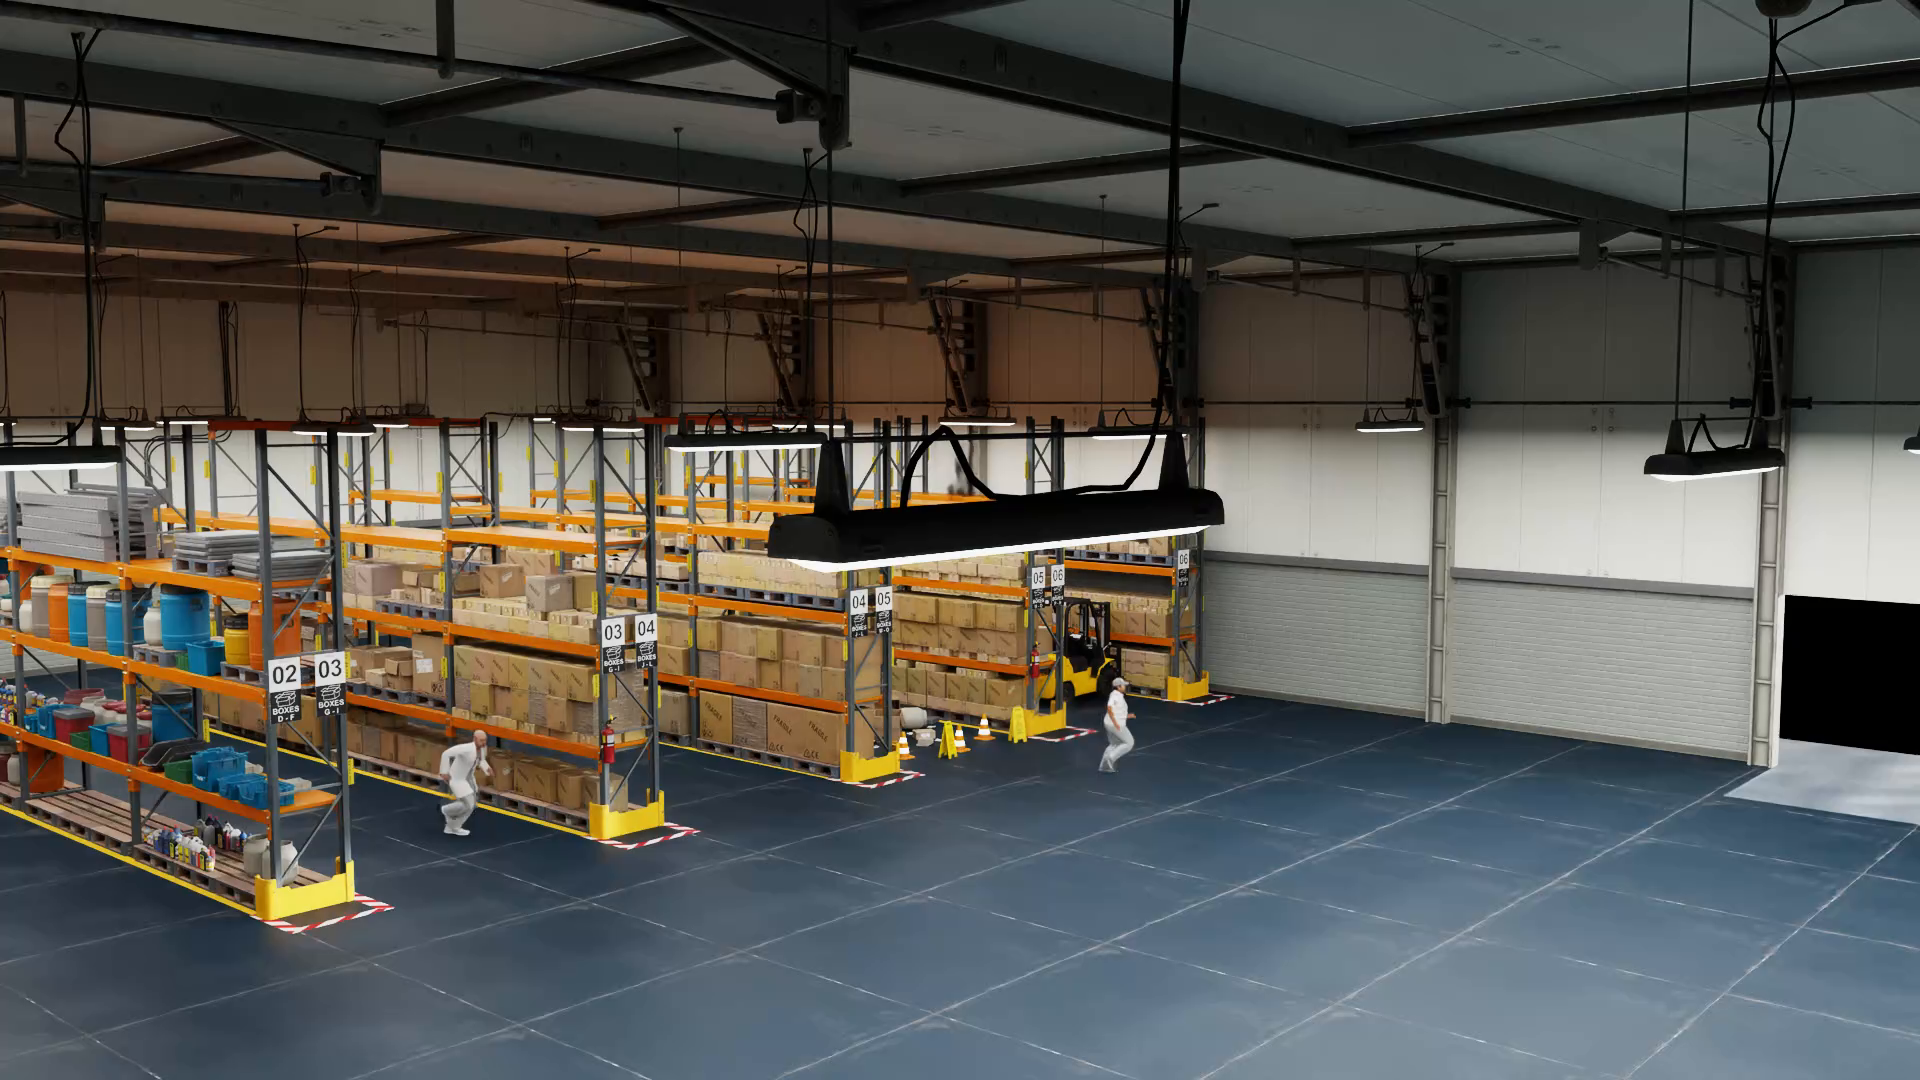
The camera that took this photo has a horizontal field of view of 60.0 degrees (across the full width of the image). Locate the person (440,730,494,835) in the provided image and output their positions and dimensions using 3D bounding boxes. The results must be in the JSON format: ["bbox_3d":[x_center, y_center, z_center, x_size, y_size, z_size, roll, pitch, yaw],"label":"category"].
[{"bbox_3d":[-7.182,3.536,24.140,0.870,1.597,0.735,2,5,23],"label":"person"}]

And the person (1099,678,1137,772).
[{"bbox_3d":[2.704,3.157,28.372,0.660,1.614,0.590,-1,5,-7],"label":"person"}]
